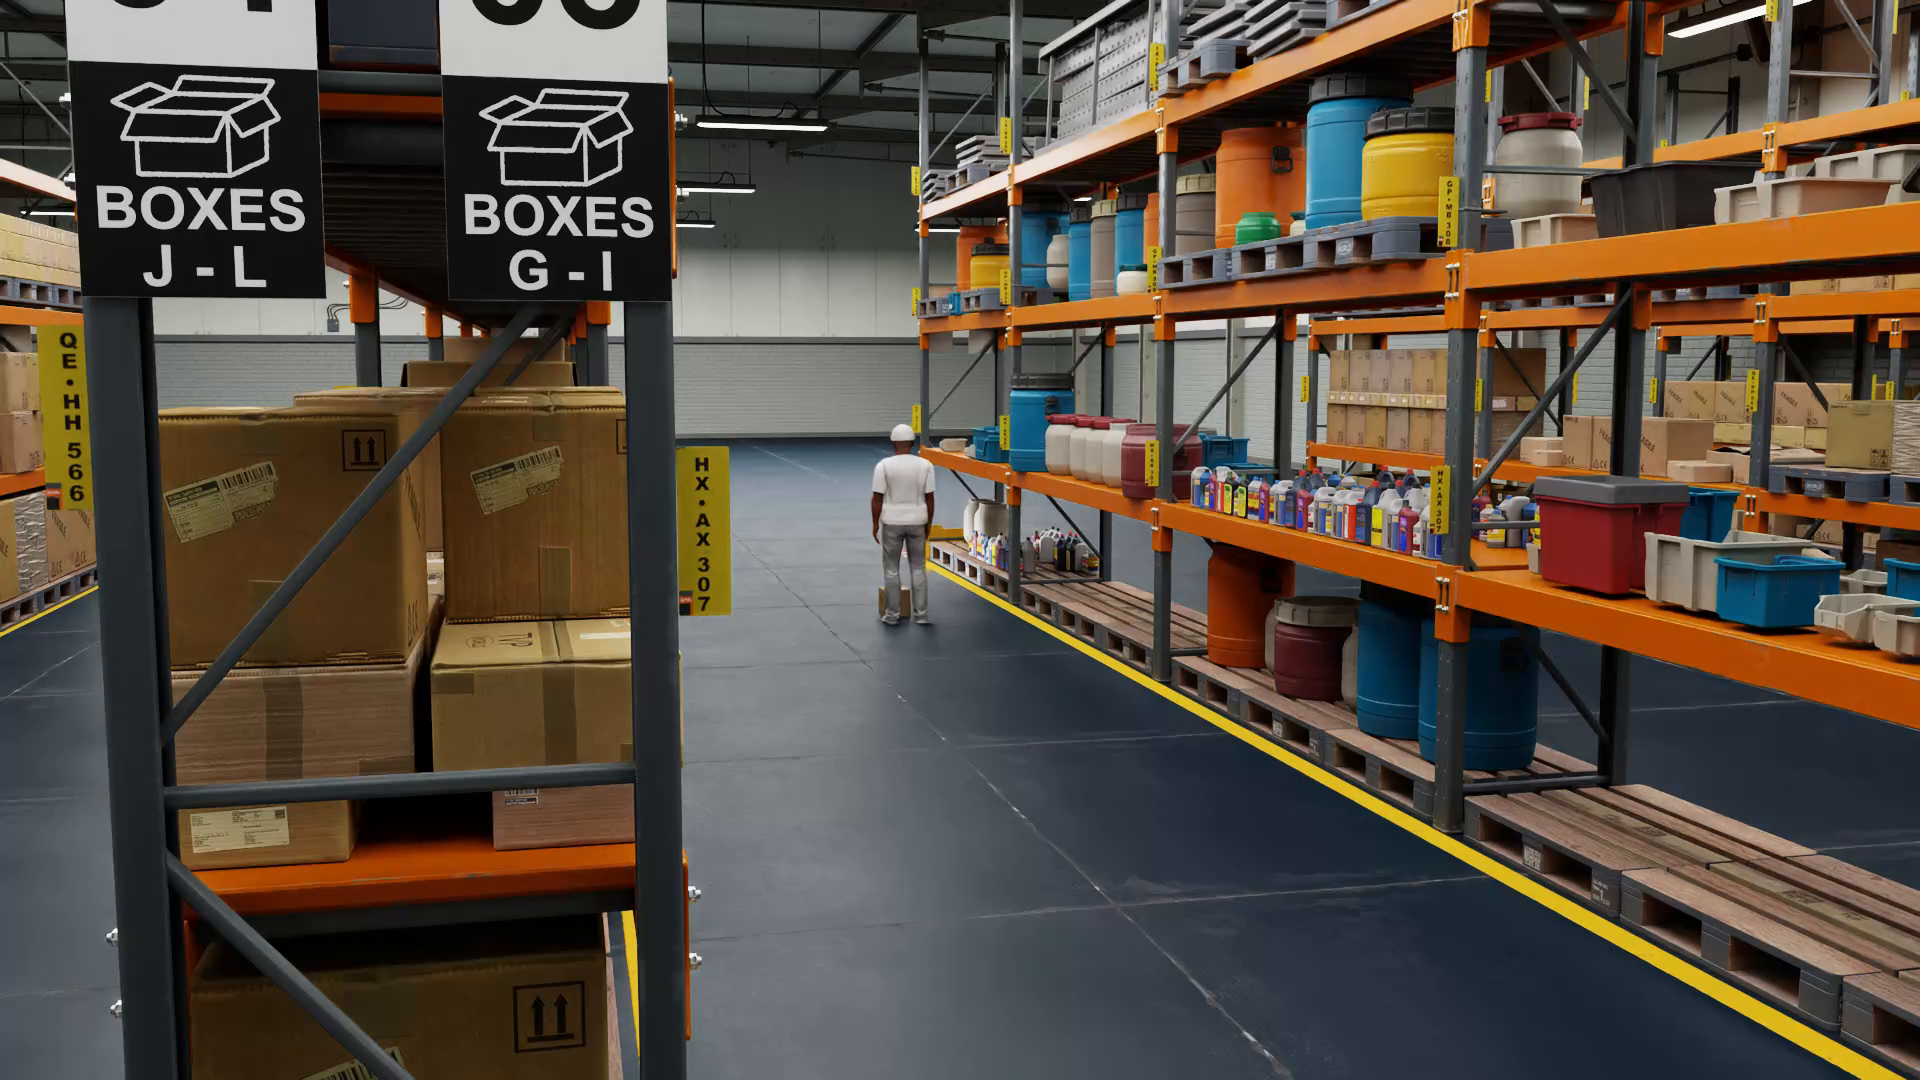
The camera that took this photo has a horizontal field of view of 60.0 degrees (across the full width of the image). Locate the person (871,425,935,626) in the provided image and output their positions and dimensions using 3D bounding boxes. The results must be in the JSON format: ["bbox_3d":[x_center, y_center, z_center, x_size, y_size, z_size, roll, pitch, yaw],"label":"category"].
[{"bbox_3d":[-0.505,-0.129,14.649,0.563,1.776,0.360,-1,6,-12],"label":"person"}]
